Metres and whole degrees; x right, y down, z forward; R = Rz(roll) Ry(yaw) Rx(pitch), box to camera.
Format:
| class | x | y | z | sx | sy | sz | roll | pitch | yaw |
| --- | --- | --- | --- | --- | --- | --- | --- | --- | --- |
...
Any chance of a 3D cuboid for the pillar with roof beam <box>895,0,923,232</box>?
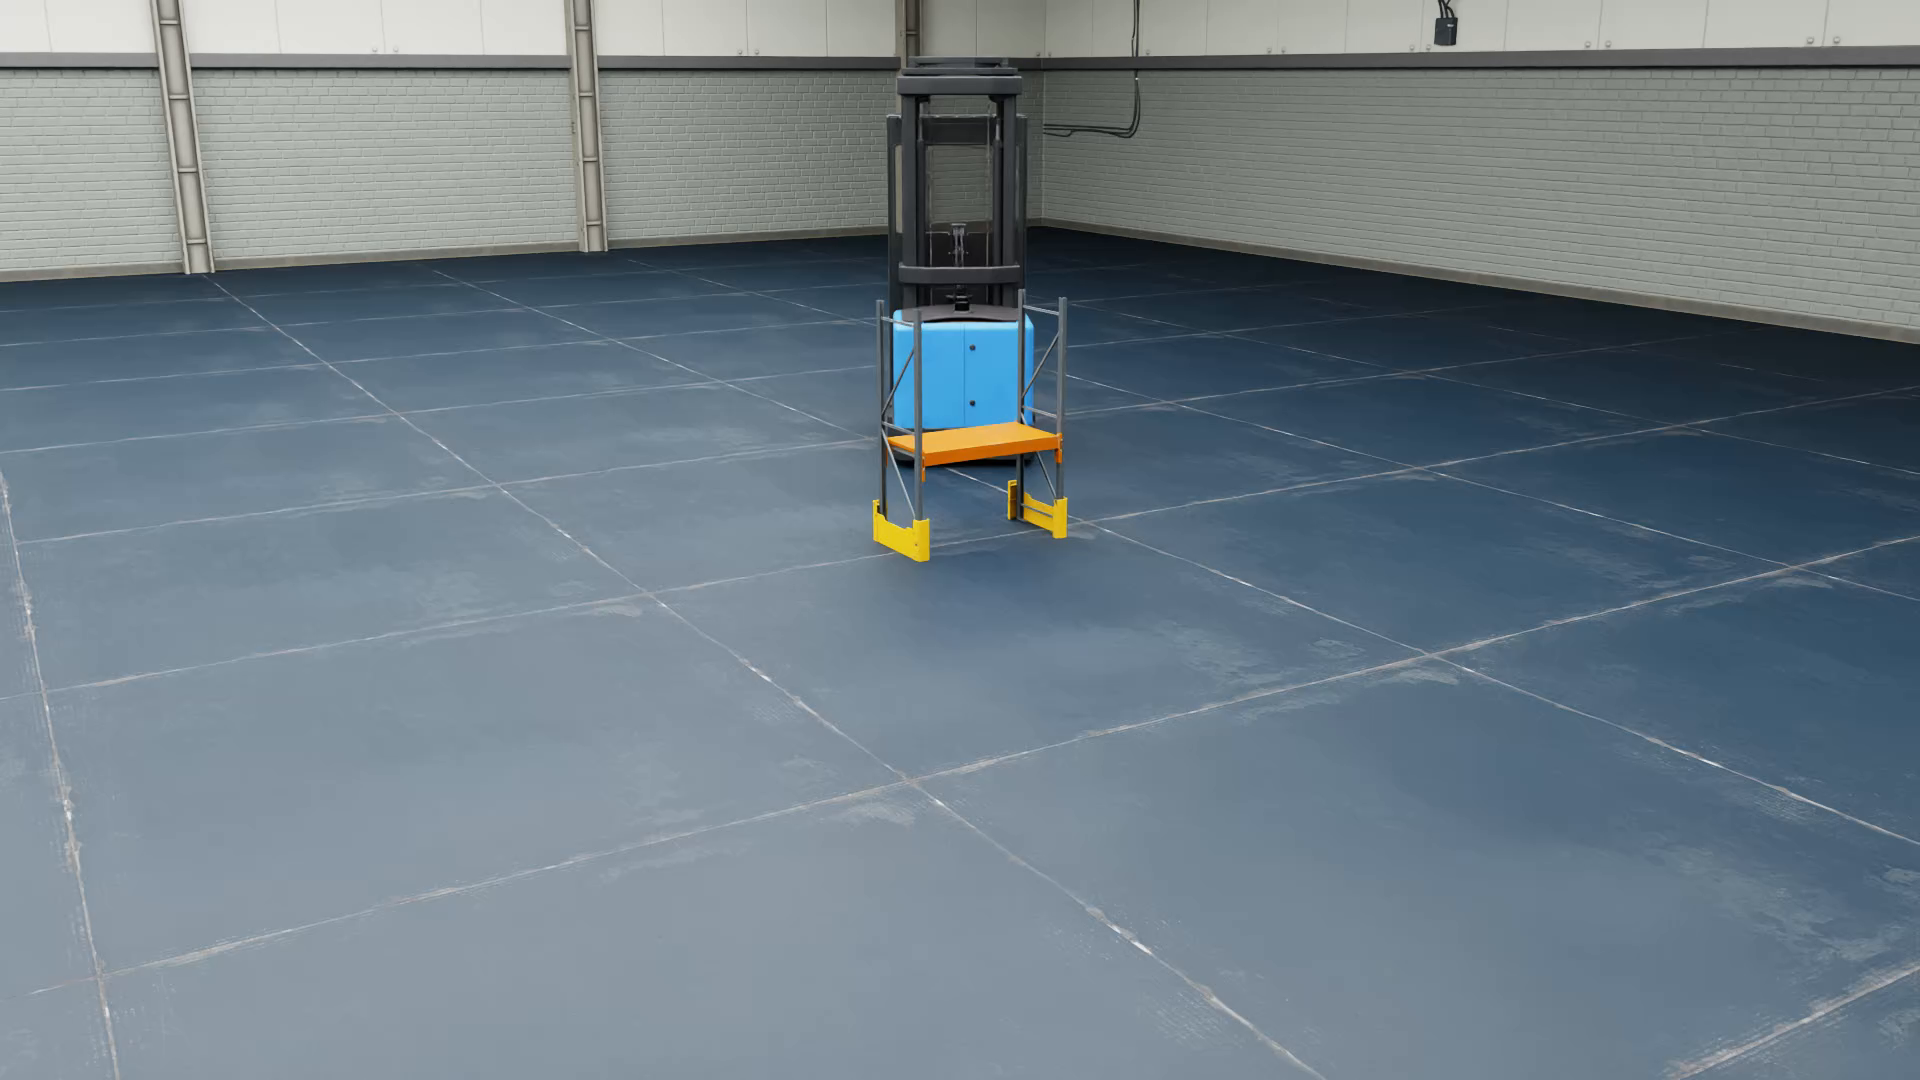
| class | x | y | z | sx | sy | sz | roll | pitch | yaw |
| --- | --- | --- | --- | --- | --- | --- | --- | --- | --- |
| pillar with roof beam | 1.314 | -8.943 | 25.641 | 0.400 | 9.000 | 9.100 | -9 | 18 | -30 |

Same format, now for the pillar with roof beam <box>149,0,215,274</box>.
| class | x | y | z | sx | sy | sz | roll | pitch | yaw |
| --- | --- | --- | --- | --- | --- | --- | --- | --- | --- |
| pillar with roof beam | -8.973 | -7.275 | 19.690 | 0.400 | 9.000 | 9.100 | -9 | 18 | -30 |

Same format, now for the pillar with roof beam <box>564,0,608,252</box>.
| class | x | y | z | sx | sy | sz | roll | pitch | yaw |
| --- | --- | --- | --- | --- | --- | --- | --- | --- | --- |
| pillar with roof beam | -3.829 | -8.109 | 22.665 | 0.400 | 9.000 | 9.100 | -9 | 18 | -30 |

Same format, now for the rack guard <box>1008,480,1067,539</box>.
| class | x | y | z | sx | sy | sz | roll | pitch | yaw |
| --- | --- | --- | --- | --- | --- | --- | --- | --- | --- |
| rack guard | 0.492 | -0.200 | 10.661 | 0.087 | 0.250 | 0.587 | -9 | 18 | -30 |

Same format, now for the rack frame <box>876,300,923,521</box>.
| class | x | y | z | sx | sy | sz | roll | pitch | yaw |
| --- | --- | --- | --- | --- | --- | --- | --- | --- | --- |
| rack frame | -0.363 | -0.663 | 9.998 | 0.032 | 1.500 | 0.500 | -9 | 18 | -30 |

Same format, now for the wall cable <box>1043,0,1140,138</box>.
| class | x | y | z | sx | sy | sz | roll | pitch | yaw |
| --- | --- | --- | --- | --- | --- | --- | --- | --- | --- |
| wall cable | 2.303 | -8.547 | 29.983 | 0.112 | 2.526 | 3.097 | -9 | 18 | -30 |

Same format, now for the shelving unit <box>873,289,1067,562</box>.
| class | x | y | z | sx | sy | sz | roll | pitch | yaw |
| --- | --- | --- | --- | --- | --- | --- | --- | --- | --- |
| shelving unit | 0.065 | -0.733 | 10.245 | 1.083 | 1.500 | 0.587 | -9 | 18 | -30 |

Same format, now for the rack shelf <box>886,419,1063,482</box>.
| class | x | y | z | sx | sy | sz | roll | pitch | yaw |
| --- | --- | --- | --- | --- | --- | --- | --- | --- | --- |
| rack shelf | 0.073 | -0.561 | 10.298 | 1.000 | 0.185 | 0.538 | -9 | 18 | -30 |

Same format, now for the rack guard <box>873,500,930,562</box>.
| class | x | y | z | sx | sy | sz | roll | pitch | yaw |
| --- | --- | --- | --- | --- | --- | --- | --- | --- | --- |
| rack guard | -0.362 | -0.062 | 10.167 | 0.087 | 0.250 | 0.587 | -9 | 18 | -30 |

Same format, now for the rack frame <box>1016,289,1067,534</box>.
| class | x | y | z | sx | sy | sz | roll | pitch | yaw |
| --- | --- | --- | --- | --- | --- | --- | --- | --- | --- |
| rack frame | 0.509 | -0.805 | 10.502 | 0.032 | 1.500 | 0.500 | -9 | 18 | -30 |

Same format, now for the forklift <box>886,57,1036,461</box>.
| class | x | y | z | sx | sy | sz | roll | pitch | yaw |
| --- | --- | --- | --- | --- | --- | --- | --- | --- | --- |
| forklift | -0.033 | -2.337 | 13.317 | 1.130 | 2.935 | 3.031 | -1 | 16 | -2 |

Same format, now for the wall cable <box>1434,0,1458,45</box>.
| class | x | y | z | sx | sy | sz | roll | pitch | yaw |
| --- | --- | --- | --- | --- | --- | --- | --- | --- | --- |
| wall cable | 7.178 | -9.481 | 21.261 | 0.169 | 6.003 | 2.305 | -9 | 18 | -30 |
